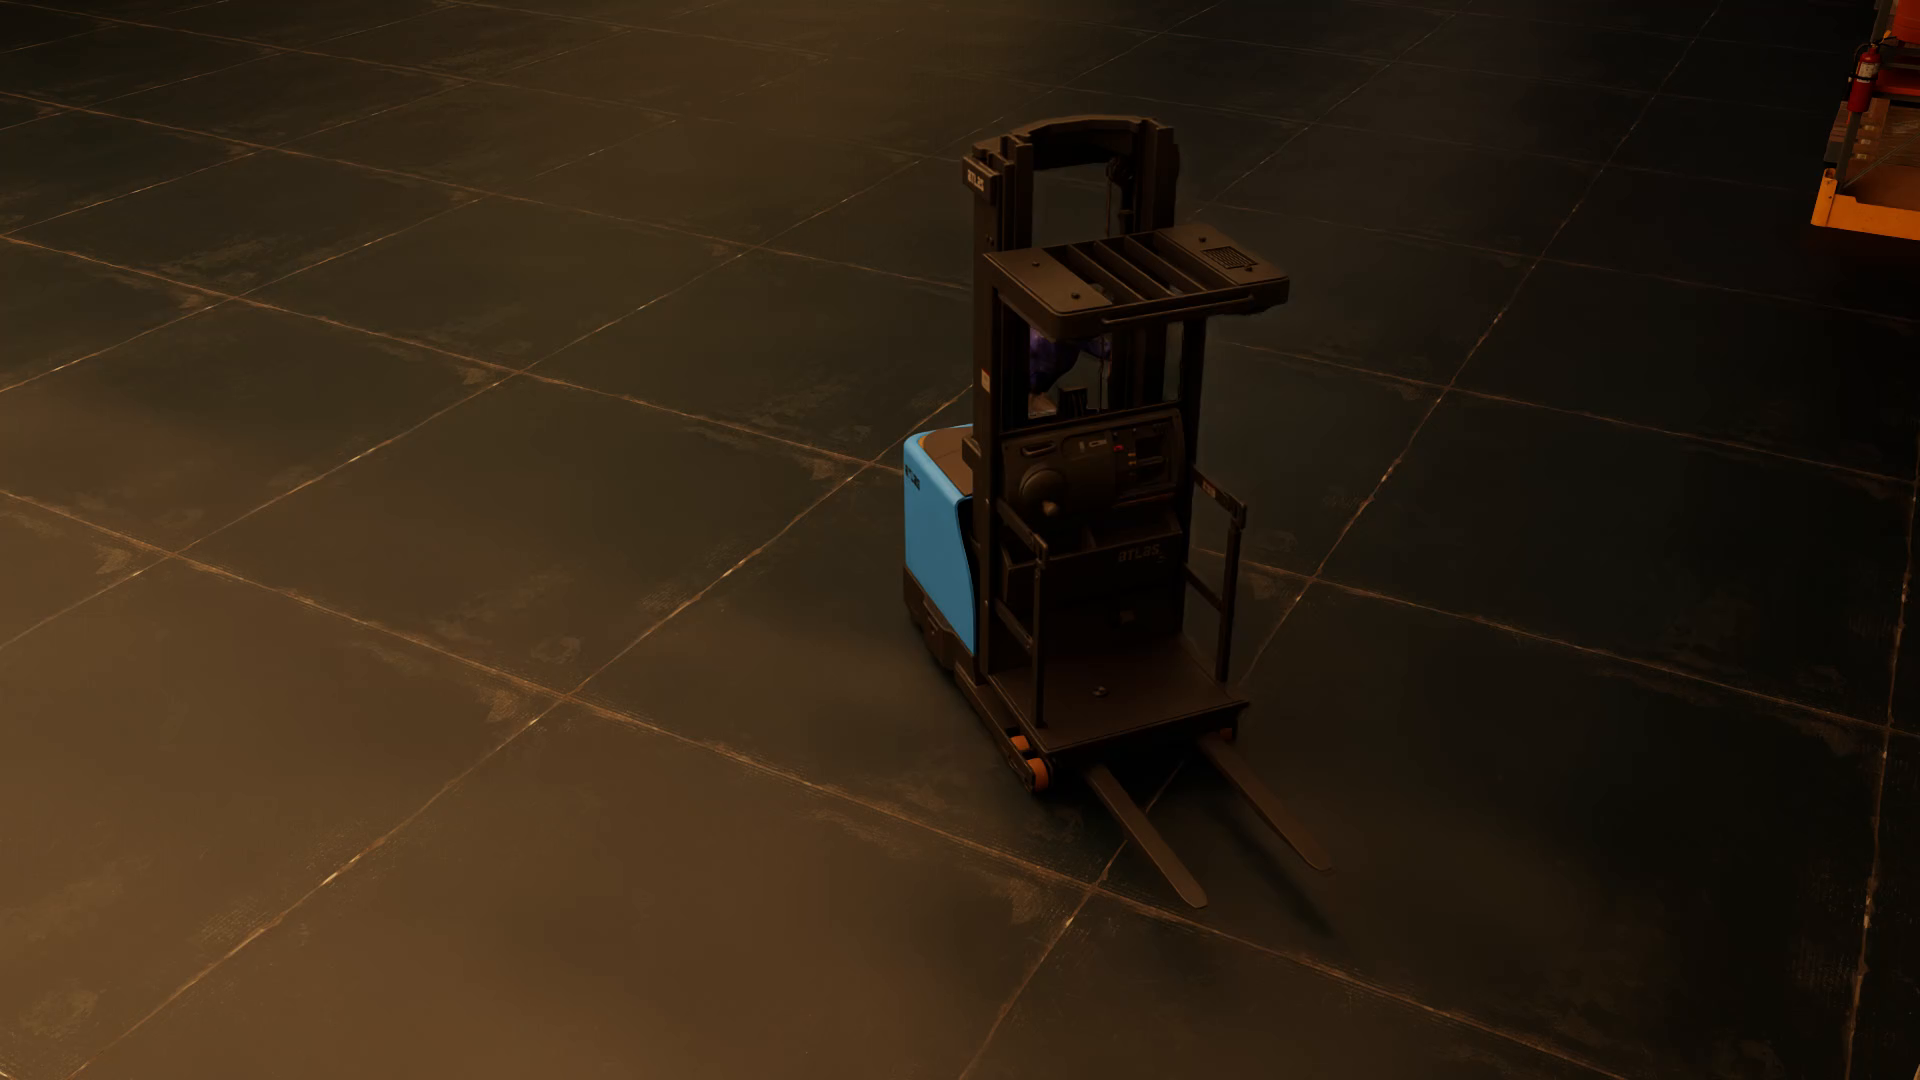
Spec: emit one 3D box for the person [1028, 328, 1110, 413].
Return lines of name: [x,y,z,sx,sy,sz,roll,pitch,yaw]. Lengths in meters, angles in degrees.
person: [0.540,-0.748,9.868,0.909,1.411,0.907,19,35,29]

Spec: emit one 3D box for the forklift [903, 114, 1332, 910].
forklift: [0.713,-0.307,7.603,1.130,2.935,3.031,-12,32,-19]
